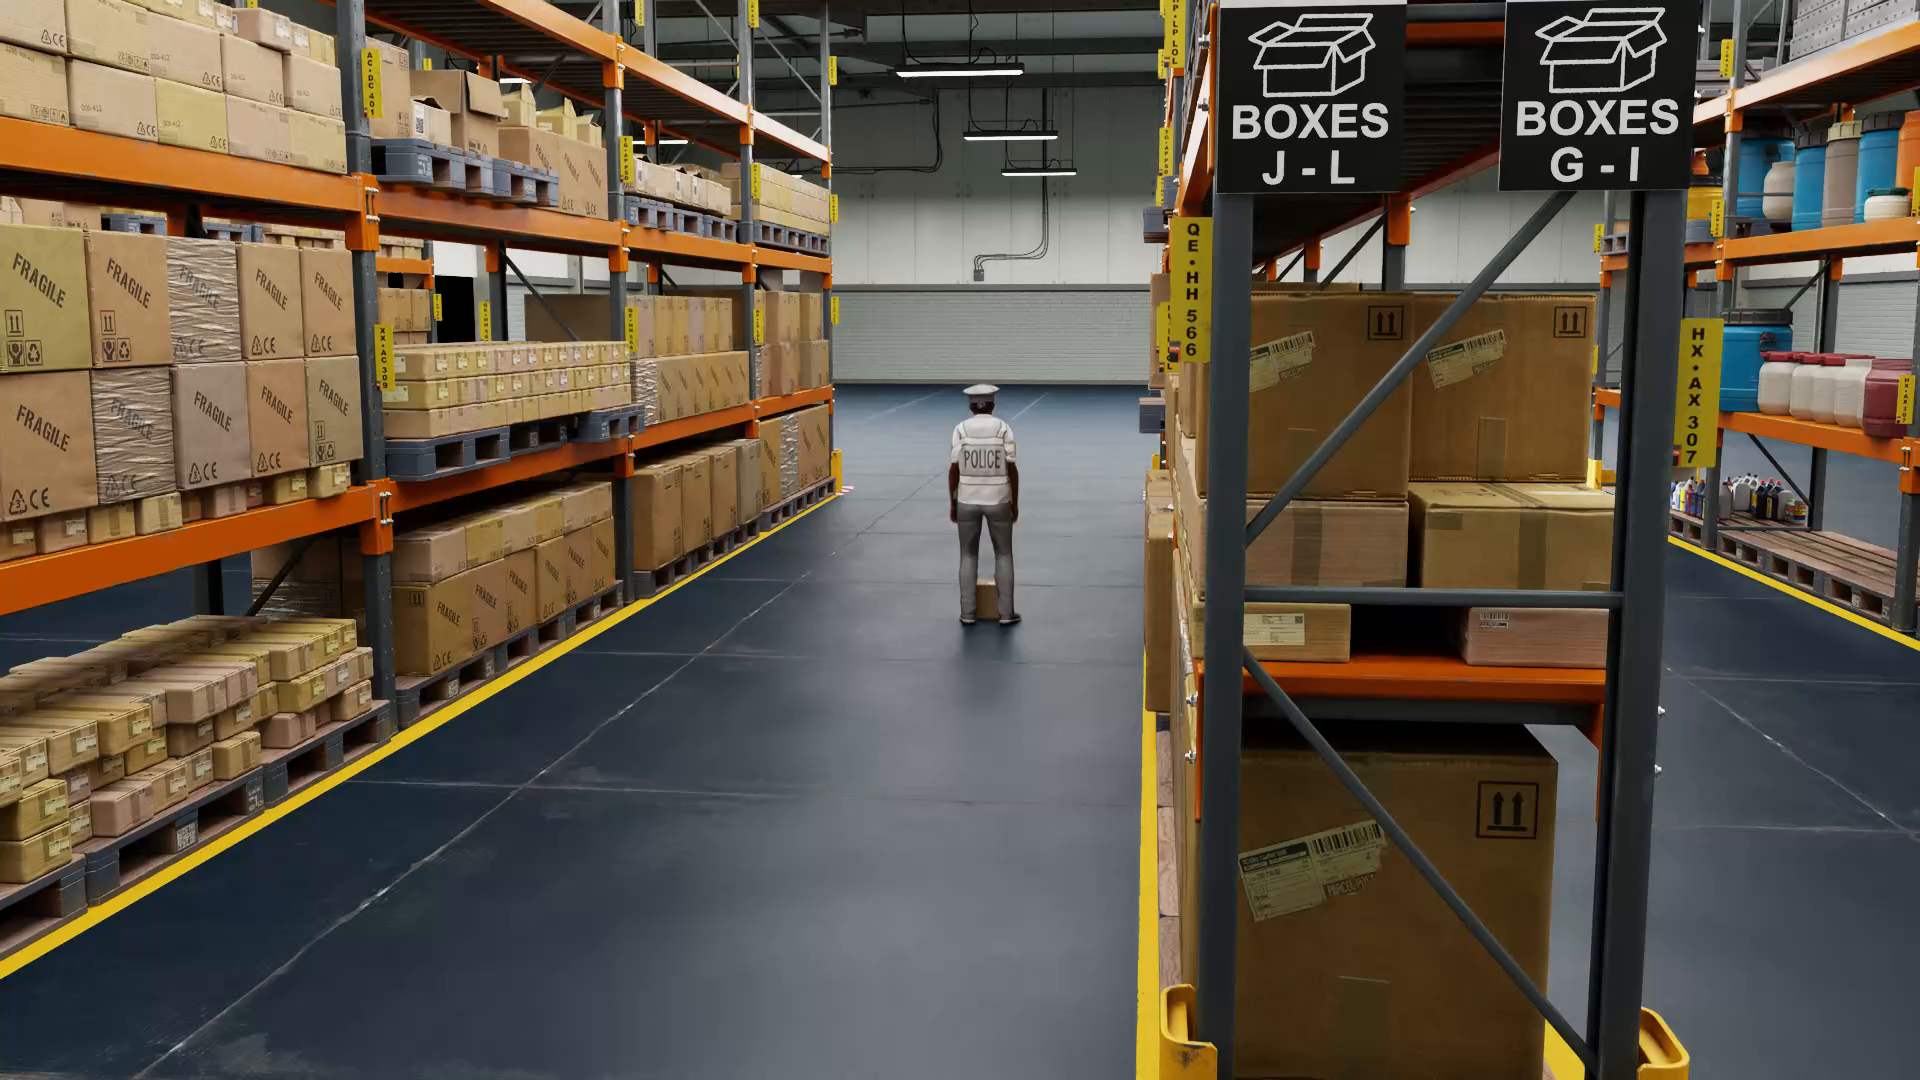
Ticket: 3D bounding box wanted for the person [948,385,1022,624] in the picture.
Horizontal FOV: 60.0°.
[{"bbox_3d":[0.176,-0.241,11.589,0.511,1.657,0.394,1,8,4],"label":"person"}]
